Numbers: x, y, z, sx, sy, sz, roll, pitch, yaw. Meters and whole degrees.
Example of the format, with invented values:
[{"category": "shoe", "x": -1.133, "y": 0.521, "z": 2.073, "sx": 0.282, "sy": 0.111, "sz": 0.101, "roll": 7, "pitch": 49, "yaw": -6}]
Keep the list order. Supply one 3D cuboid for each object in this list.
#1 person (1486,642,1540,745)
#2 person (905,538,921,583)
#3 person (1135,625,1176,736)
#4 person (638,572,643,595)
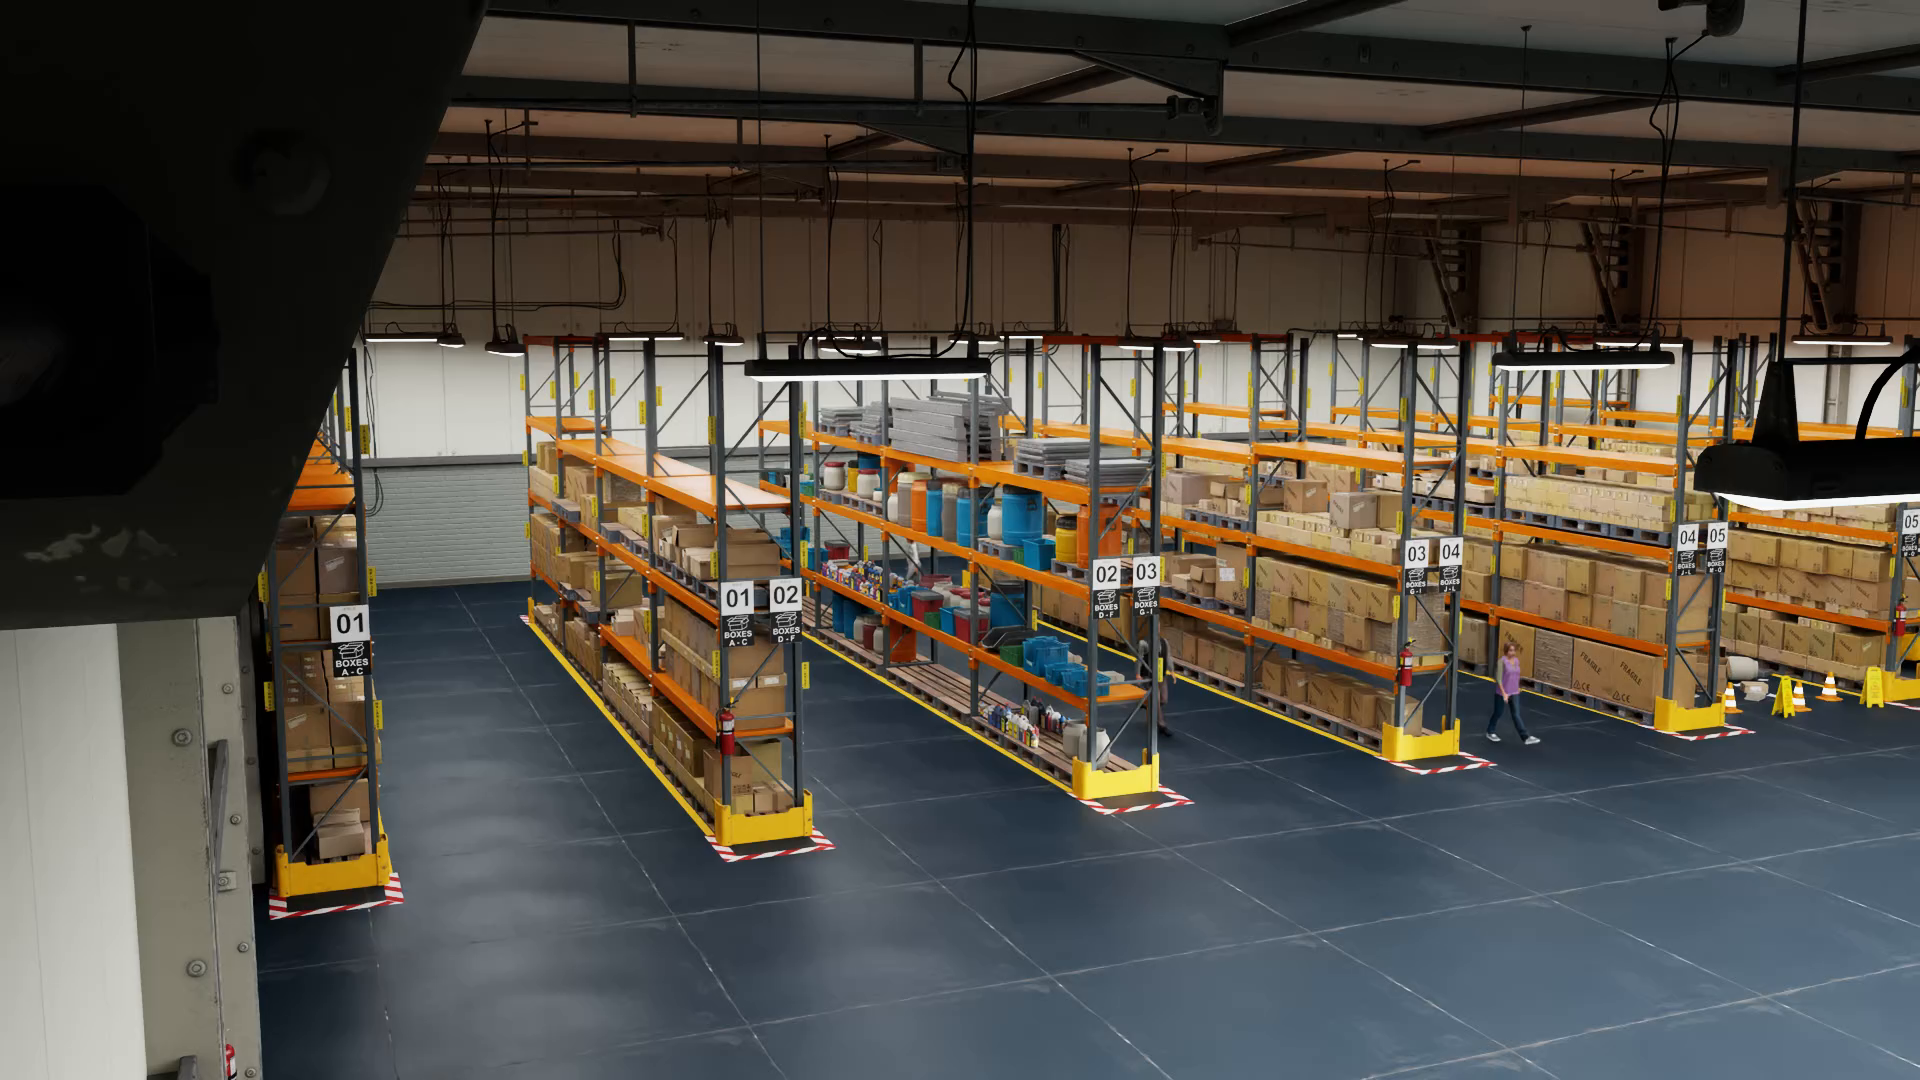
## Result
[{"category": "person", "x": 8.164, "y": 2.283, "z": 24.610, "sx": 0.450, "sy": 1.547, "sz": 0.970, "roll": -2, "pitch": 8, "yaw": -16}, {"category": "person", "x": -1.076, "y": 0.602, "z": 37.136, "sx": 0.804, "sy": 1.555, "sz": 0.468, "roll": 1, "pitch": 8, "yaw": 6}, {"category": "person", "x": 3.016, "y": 2.090, "z": 25.480, "sx": 0.568, "sy": 1.679, "sz": 0.913, "roll": -5, "pitch": 9, "yaw": -31}, {"category": "person", "x": -7.022, "y": 0.791, "z": 35.552, "sx": 0.585, "sy": 1.667, "sz": 0.458, "roll": 1, "pitch": 8, "yaw": 5}]
